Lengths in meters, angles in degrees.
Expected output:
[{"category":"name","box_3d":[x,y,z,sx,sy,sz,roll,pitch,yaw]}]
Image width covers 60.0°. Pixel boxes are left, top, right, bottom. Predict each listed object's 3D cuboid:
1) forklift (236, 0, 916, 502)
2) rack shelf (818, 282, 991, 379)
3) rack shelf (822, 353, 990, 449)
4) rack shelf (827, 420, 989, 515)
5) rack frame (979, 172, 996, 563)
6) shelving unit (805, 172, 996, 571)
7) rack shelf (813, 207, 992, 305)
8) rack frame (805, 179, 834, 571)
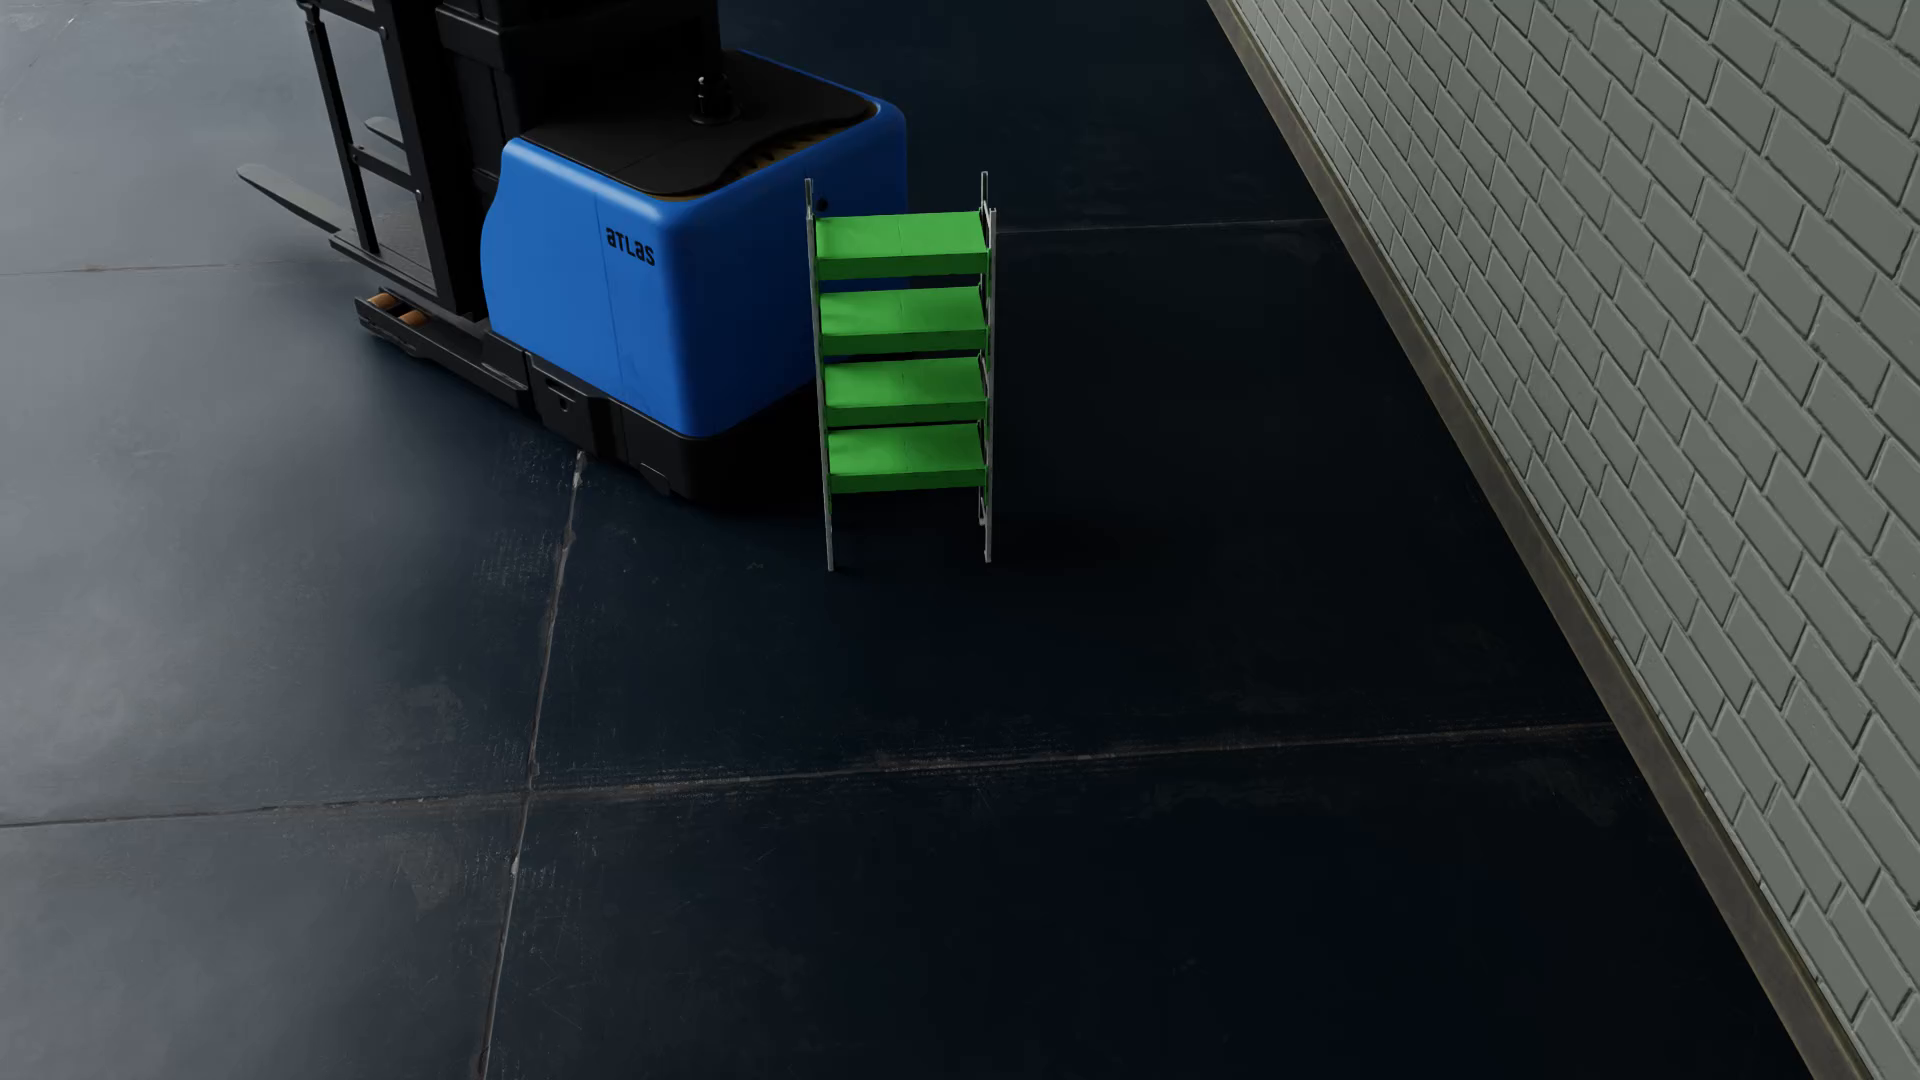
[{"category":"forklift","box_3d":[-1.603,-2.043,5.473,3.031,2.935,1.130,28,46,31]},{"category":"rack shelf","box_3d":[-0.165,-0.600,4.758,0.480,0.148,0.258,-3,38,-4]},{"category":"rack shelf","box_3d":[-0.165,-0.412,4.906,0.480,0.148,0.258,-3,38,-4]},{"category":"rack shelf","box_3d":[-0.165,-0.223,5.055,0.480,0.148,0.258,-3,38,-4]},{"category":"rack frame","box_3d":[0.078,-0.475,4.884,0.015,1.200,0.240,-3,38,-4]},{"category":"shelving unit","box_3d":[-0.165,-0.462,4.867,0.503,1.200,0.258,-3,38,-4]},{"category":"rack shelf","box_3d":[-0.165,-0.789,4.609,0.480,0.148,0.258,-3,38,-4]},{"category":"rack frame","box_3d":[-0.408,-0.449,4.850,0.015,1.200,0.240,-3,38,-4]}]
